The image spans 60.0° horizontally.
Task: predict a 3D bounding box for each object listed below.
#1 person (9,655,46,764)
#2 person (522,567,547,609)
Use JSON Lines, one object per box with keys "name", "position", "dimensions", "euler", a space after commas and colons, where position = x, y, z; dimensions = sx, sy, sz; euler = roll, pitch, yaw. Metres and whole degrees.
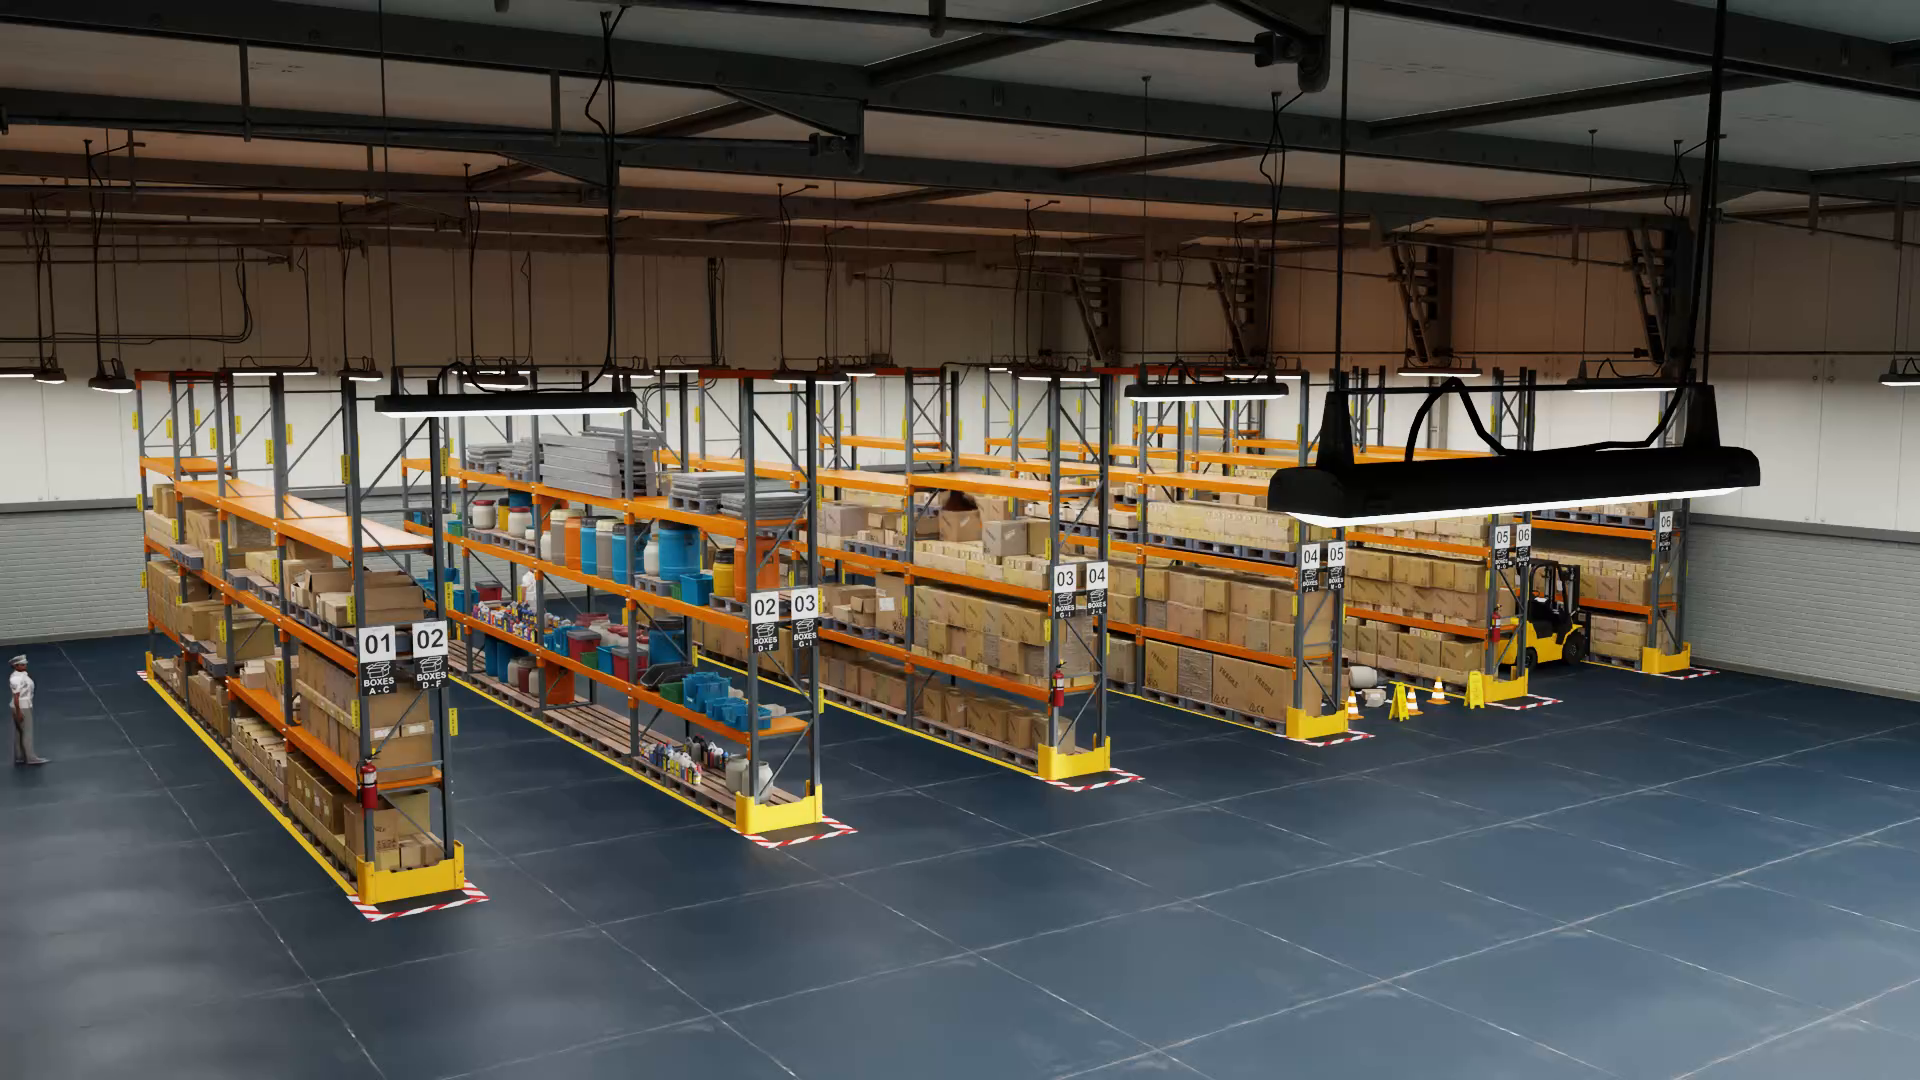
{"name": "person", "position": [-14.420, 2.600, 25.688], "dimensions": [0.434, 1.687, 0.478], "euler": [-4, 8, -32]}
{"name": "person", "position": [-9.322, 1.314, 36.727], "dimensions": [0.658, 1.753, 0.574], "euler": [1, 6, 7]}
